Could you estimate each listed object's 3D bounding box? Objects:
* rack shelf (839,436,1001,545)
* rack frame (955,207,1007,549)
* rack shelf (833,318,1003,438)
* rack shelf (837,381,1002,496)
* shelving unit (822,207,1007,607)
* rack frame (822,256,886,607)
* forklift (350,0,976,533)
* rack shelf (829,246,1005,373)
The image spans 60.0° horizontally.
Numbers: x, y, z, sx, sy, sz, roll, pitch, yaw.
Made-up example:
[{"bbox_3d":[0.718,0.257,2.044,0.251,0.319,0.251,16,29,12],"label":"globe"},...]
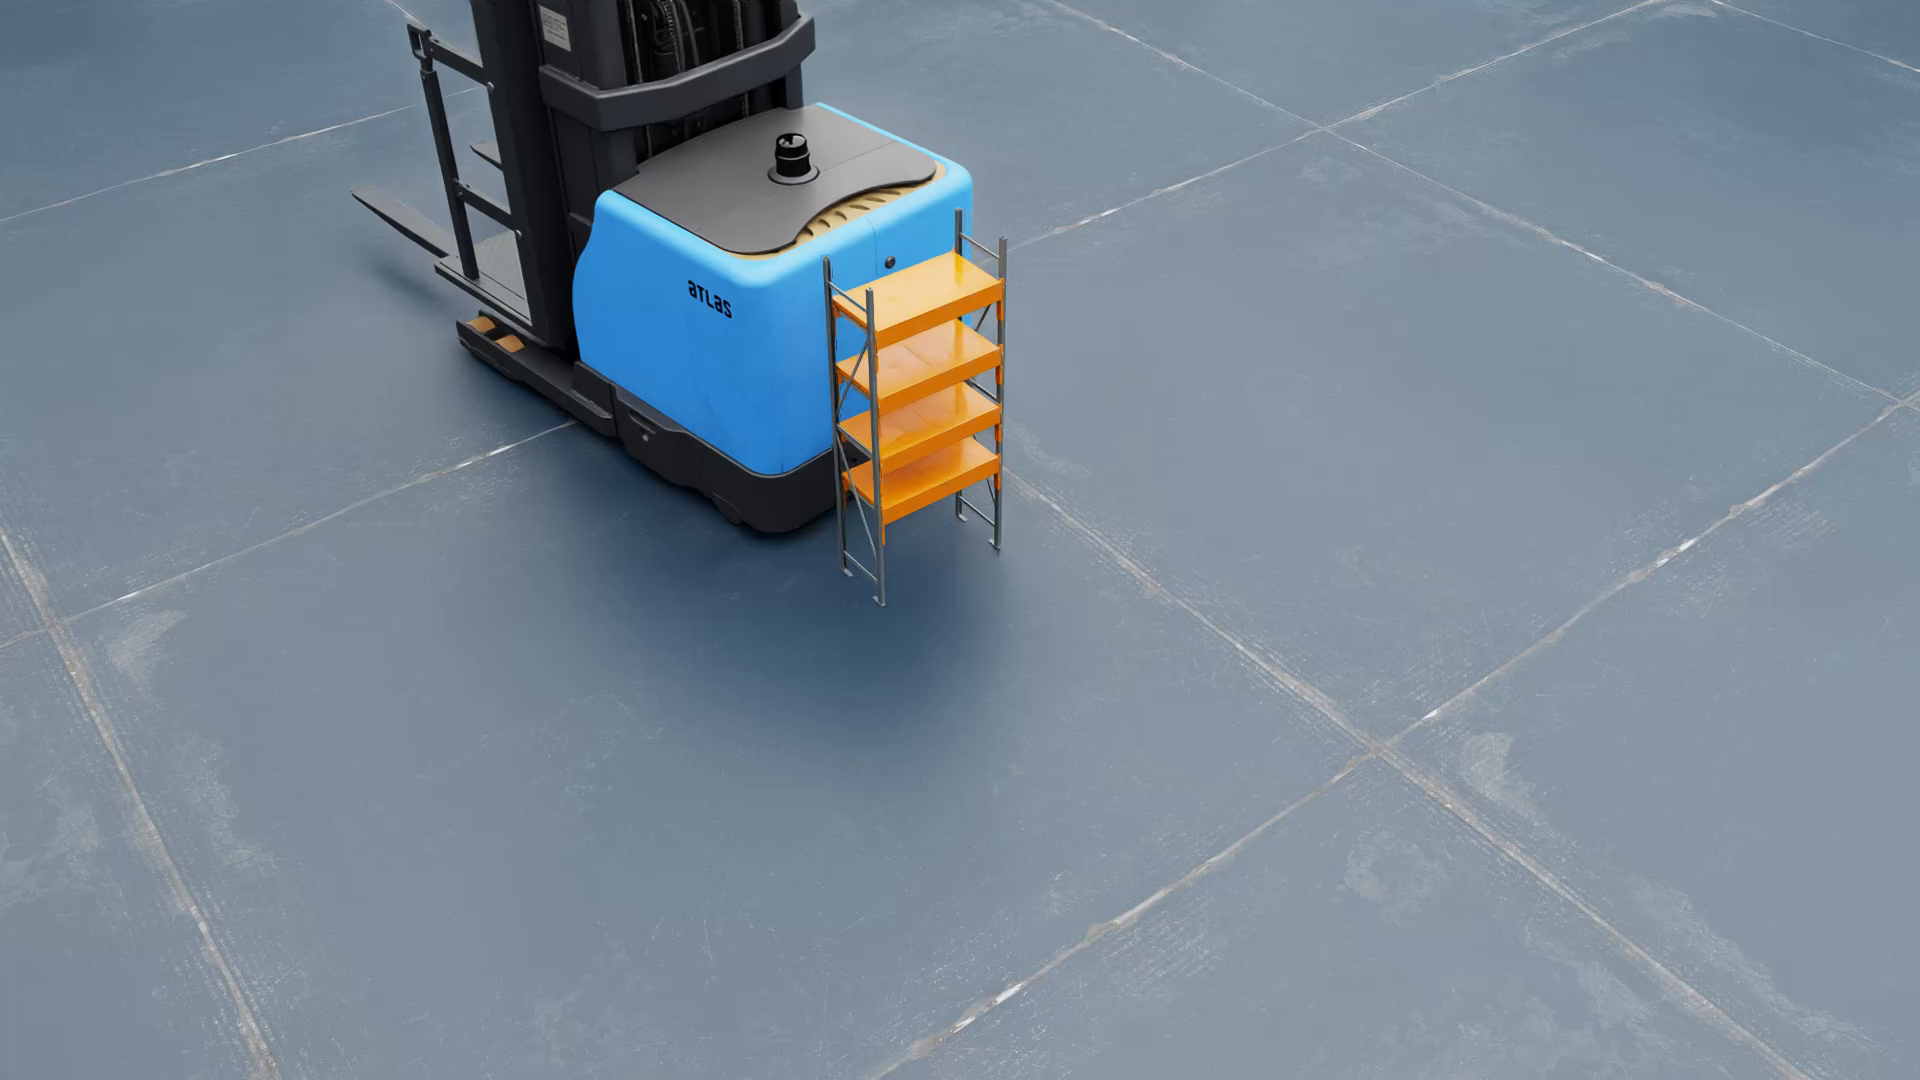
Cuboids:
[{"bbox_3d":[-0.131,-0.194,5.460,0.480,0.148,0.258,-26,46,-28],"label":"rack shelf"},{"bbox_3d":[0.062,-0.494,5.406,0.015,1.200,0.240,-26,46,-28],"label":"rack frame"},{"bbox_3d":[-0.131,-0.521,5.192,0.480,0.148,0.258,-26,46,-28],"label":"rack shelf"},{"bbox_3d":[-0.131,-0.348,5.334,0.480,0.148,0.258,-26,46,-28],"label":"rack shelf"},{"bbox_3d":[-0.131,-0.400,5.291,0.503,1.200,0.258,-26,46,-28],"label":"shelving unit"},{"bbox_3d":[-0.325,-0.306,5.177,0.015,1.200,0.240,-26,46,-28],"label":"rack frame"},{"bbox_3d":[-1.349,-1.979,5.852,3.031,2.935,1.130,32,49,33],"label":"forklift"},{"bbox_3d":[-0.131,-0.704,5.042,0.480,0.148,0.258,-26,46,-28],"label":"rack shelf"}]
